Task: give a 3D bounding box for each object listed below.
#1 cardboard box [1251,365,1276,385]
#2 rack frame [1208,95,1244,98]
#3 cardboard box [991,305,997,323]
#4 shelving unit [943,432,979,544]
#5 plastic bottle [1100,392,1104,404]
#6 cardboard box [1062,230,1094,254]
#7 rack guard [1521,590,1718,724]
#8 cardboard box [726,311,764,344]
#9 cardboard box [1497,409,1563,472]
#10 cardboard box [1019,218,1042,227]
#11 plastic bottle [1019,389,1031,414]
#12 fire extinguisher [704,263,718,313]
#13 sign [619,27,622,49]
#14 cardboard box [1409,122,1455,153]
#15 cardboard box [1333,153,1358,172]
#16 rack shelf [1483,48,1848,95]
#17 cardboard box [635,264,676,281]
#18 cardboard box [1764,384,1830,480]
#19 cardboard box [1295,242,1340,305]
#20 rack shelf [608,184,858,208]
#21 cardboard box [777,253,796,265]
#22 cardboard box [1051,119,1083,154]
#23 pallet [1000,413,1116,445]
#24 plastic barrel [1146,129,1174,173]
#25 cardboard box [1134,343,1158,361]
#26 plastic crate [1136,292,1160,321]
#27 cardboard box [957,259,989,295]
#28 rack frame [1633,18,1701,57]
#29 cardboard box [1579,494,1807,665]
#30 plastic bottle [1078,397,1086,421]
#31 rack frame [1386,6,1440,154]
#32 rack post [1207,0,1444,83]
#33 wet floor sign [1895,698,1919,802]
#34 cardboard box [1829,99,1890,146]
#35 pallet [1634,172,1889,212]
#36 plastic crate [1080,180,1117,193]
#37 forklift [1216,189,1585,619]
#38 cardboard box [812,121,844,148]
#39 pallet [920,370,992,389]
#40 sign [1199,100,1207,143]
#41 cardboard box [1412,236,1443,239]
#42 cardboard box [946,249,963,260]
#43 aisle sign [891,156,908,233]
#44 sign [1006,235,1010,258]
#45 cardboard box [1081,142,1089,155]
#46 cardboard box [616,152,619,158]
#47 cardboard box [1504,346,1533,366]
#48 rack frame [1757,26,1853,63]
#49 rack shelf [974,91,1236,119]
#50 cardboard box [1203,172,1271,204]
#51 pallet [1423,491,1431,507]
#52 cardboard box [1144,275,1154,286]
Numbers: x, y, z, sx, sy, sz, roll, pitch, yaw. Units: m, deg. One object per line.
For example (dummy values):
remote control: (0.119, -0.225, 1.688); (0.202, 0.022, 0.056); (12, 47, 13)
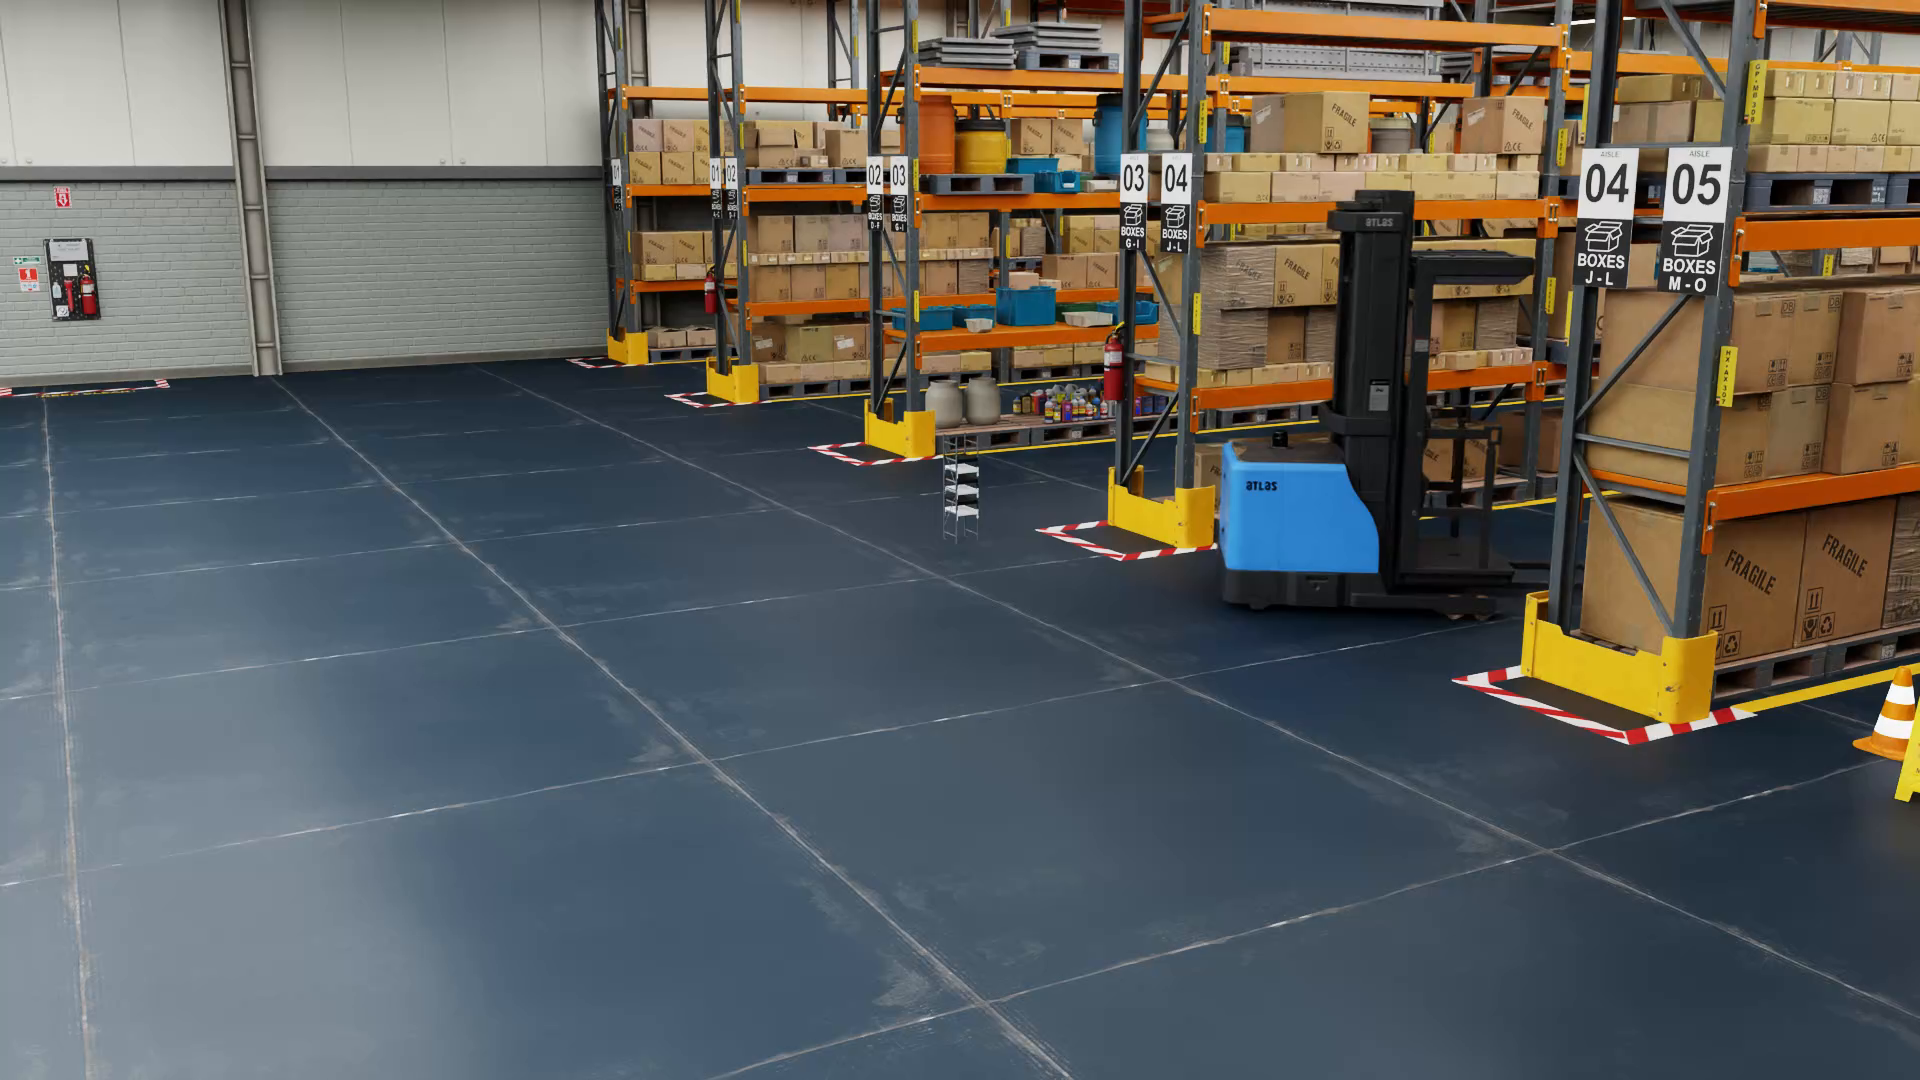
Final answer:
cardboard box: (2.471, -1.417, 14.146); (0.250, 0.149, 0.380); (-7, 14, -28)
rack frame: (5.064, -8.563, 31.661); (0.127, 3.000, 1.000); (-7, 14, -28)
cardboard box: (0.438, -4.093, 30.153); (0.500, 0.500, 0.700); (-7, 14, -28)
shelving unit: (0.007, -0.440, 14.014); (0.210, 0.900, 0.258); (-7, 14, -28)
plastic bottle: (1.714, -1.601, 19.576); (0.133, 0.283, 0.061); (-7, 14, -28)
cardboard box: (2.102, -5.420, 30.412); (0.500, 0.500, 0.500); (-6, 14, -26)
rack guard: (3.918, 0.679, 9.954); (0.348, 0.500, 1.175); (-7, 14, -28)
cardboard box: (-3.650, -3.551, 27.749); (0.500, 0.500, 0.700); (-8, 15, -31)
cardboard box: (5.711, -0.986, 16.350); (0.500, 0.500, 0.700); (-8, 15, -32)
cardboard box: (1.264, -5.753, 30.132); (0.250, 0.149, 0.380); (-9, 16, -35)
plastic bottle: (0.774, -1.647, 19.780); (0.133, 0.283, 0.061); (-6, 14, -26)
fire extinguisher: (-3.418, -3.458, 22.821); (0.183, 0.674, 0.296); (-7, 14, -28)
sign: (-5.209, -7.690, 25.475); (0.005, 0.325, 0.100); (-7, 14, -28)
cardboard box: (7.849, -6.740, 27.889); (0.500, 0.500, 0.700); (-7, 14, -28)
cardboard box: (3.162, -3.209, 14.138); (0.250, 0.149, 0.380); (-8, 15, -30)
rack shelf: (6.918, -4.522, 16.254); (4.000, 0.370, 1.077); (-7, 14, -28)
cardboard box: (-4.889, -4.300, 26.680); (0.500, 0.250, 0.500); (-7, 15, -29)
cardboard box: (4.715, -0.726, 10.162); (0.550, 0.550, 0.875); (-7, 14, -28)
cardboard box: (3.145, -2.301, 14.318); (0.500, 0.500, 0.500); (-7, 14, -28)
rack shelf: (-3.714, -5.696, 27.395); (4.000, 0.370, 1.077); (-7, 14, -28)
cardboard box: (-2.414, -3.812, 22.512); (0.250, 0.149, 0.380); (-7, 15, -29)
cardboard box: (1.468, -5.922, 24.439); (0.500, 0.500, 0.500); (-5, 14, -22)
pallet: (1.107, -1.333, 19.550); (1.213, 0.211, 1.003); (-7, 14, -28)
plastic barrel: (2.317, -4.600, 19.675); (0.421, 0.512, 0.421); (0, 13, 0)
cardboard box: (2.691, -2.915, 25.534); (0.500, 0.250, 0.500); (-6, 14, -27)
plastic crate: (2.268, -2.824, 19.967); (0.504, 0.338, 0.767); (-7, 14, -28)
cardboard box: (0.032, -3.841, 24.116); (0.500, 0.500, 0.700); (-7, 15, -29)
rack frame: (9.811, -6.653, 23.177); (0.127, 3.000, 1.000); (-7, 14, -28)
cardboard box: (4.503, 0.205, 10.251); (0.875, 0.875, 0.875); (-7, 14, -28)
plastic bottle: (1.407, -1.525, 19.265); (0.097, 0.271, 0.097); (0, 13, 0)
rack frame: (7.441, -7.608, 27.421); (0.127, 3.000, 1.000); (-7, 14, -28)
rack post: (4.476, -6.133, 20.410); (3.121, 1.000, 1.013); (-7, 14, -28)
wet floor sign: (4.862, 0.990, 8.240); (0.232, 0.644, 0.267); (-10, 16, -38)
cardboard box: (4.931, -2.387, 9.532); (0.500, 0.250, 0.500); (-7, 14, -29)
pallet: (4.585, -2.043, 9.727); (1.213, 0.211, 1.003); (-7, 14, -28)
plastic crate: (1.574, -3.973, 18.699); (0.396, 0.136, 0.243); (-7, 14, -28)
forklift: (3.427, -0.997, 11.862); (3.031, 2.935, 1.130); (1, 13, 5)
cardboard box: (-2.268, -6.699, 27.661); (0.500, 0.500, 0.500); (-8, 15, -33)
pallet: (-0.299, -2.404, 24.310); (1.213, 0.211, 1.003); (-7, 14, -28)
sign: (1.911, -3.295, 13.095); (0.005, 0.325, 0.100); (-7, 14, -28)
cardboard box: (4.207, -2.561, 15.474); (0.500, 0.500, 0.500); (-7, 14, -28)
cardboard box: (-0.164, -4.082, 23.708); (0.250, 0.149, 0.380); (-7, 15, -30)
aisle sign: (-0.645, -3.668, 17.656); (0.004, 0.787, 0.394); (-7, 14, -28)
sign: (0.686, -4.194, 23.761); (0.005, 0.325, 0.100); (-7, 14, -28)
cardboard box: (1.943, -7.003, 30.333); (0.500, 0.500, 0.700); (-8, 15, -32)
cardboard box: (-5.224, -5.988, 26.779); (0.500, 0.500, 0.500); (-6, 14, -24)
cardboard box: (5.114, -1.729, 15.530); (0.250, 0.149, 0.380); (-7, 14, -28)
rack frame: (8.673, -5.278, 17.066); (0.127, 3.000, 1.000); (-7, 14, -28)
rack shelf: (2.174, -6.431, 24.739); (4.000, 0.370, 1.077); (-7, 14, -28)
cardboard box: (2.198, -2.901, 13.676); (0.500, 0.250, 0.500); (-6, 14, -26)
pallet: (3.517, -0.363, 15.243); (1.213, 0.211, 1.003); (-7, 14, -28)
cardboard box: (2.837, -3.993, 25.593); (0.250, 0.149, 0.380); (-6, 14, -24)
